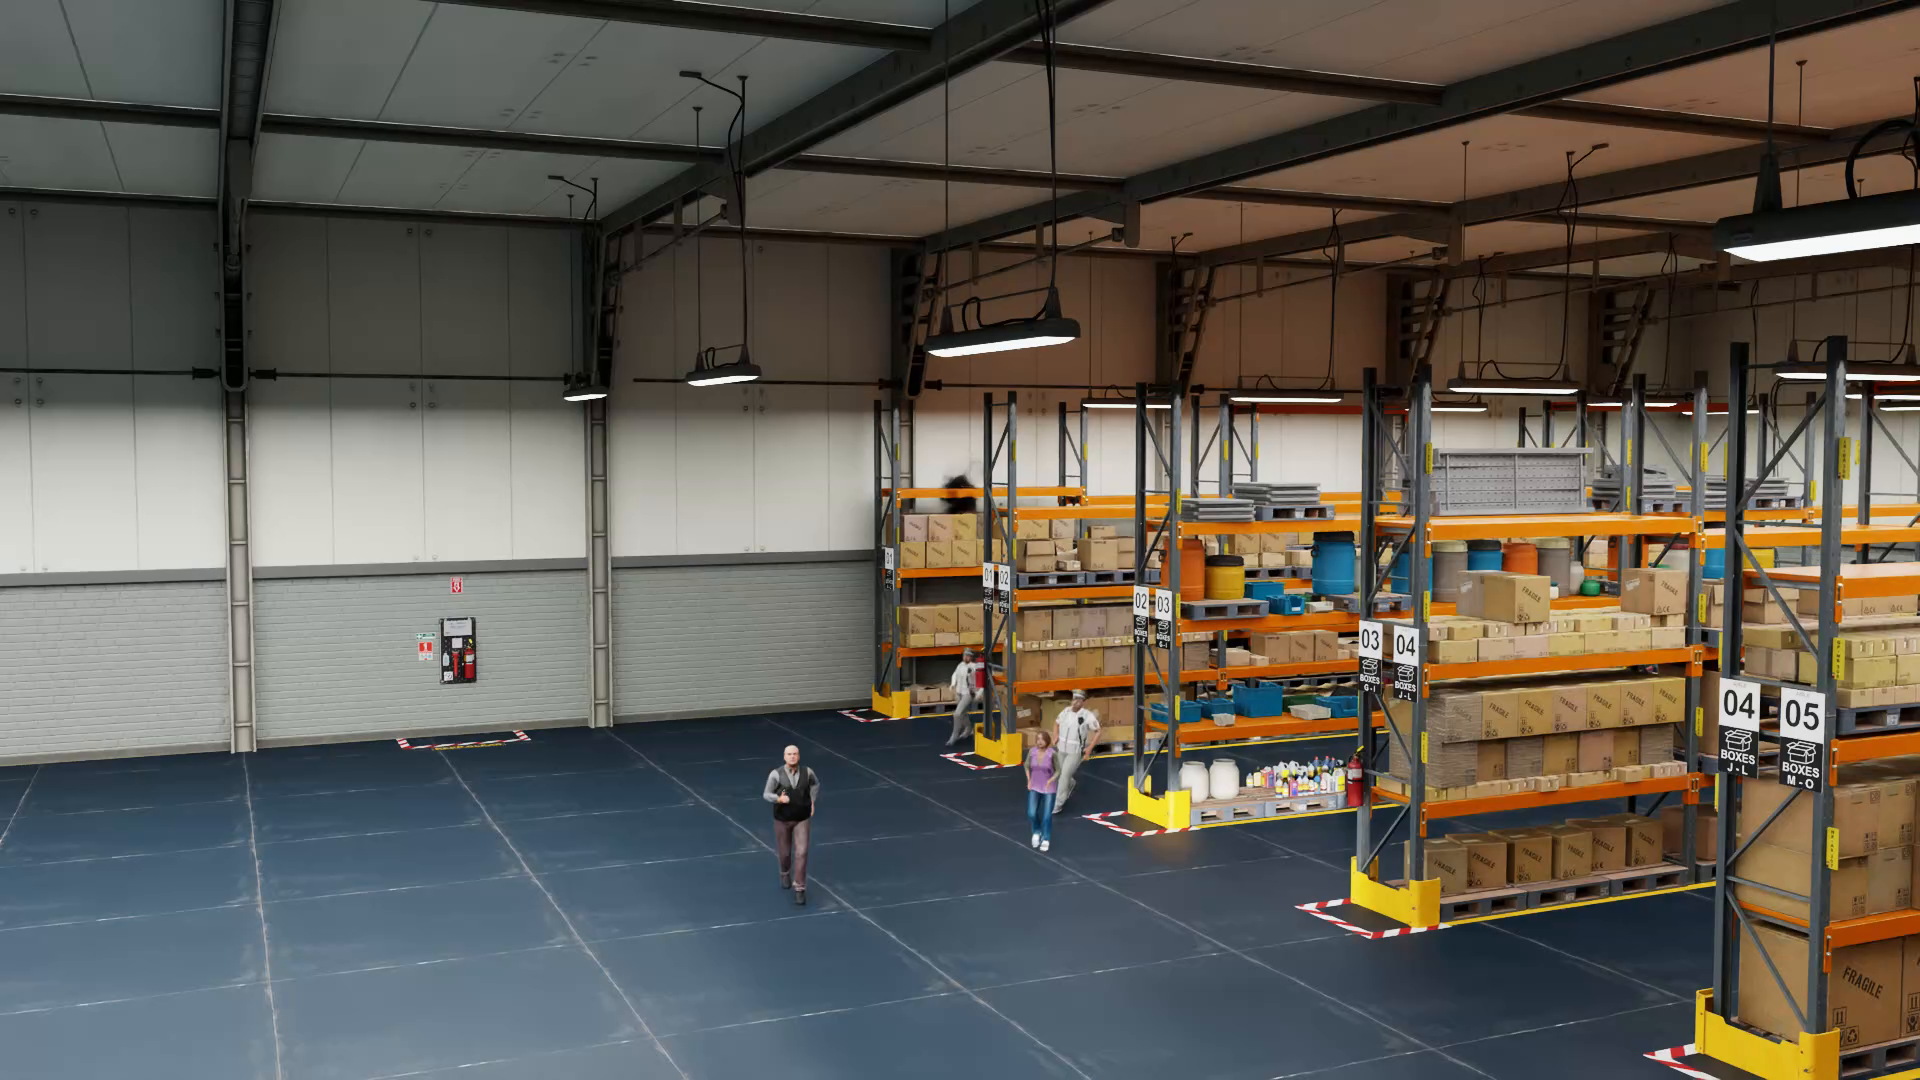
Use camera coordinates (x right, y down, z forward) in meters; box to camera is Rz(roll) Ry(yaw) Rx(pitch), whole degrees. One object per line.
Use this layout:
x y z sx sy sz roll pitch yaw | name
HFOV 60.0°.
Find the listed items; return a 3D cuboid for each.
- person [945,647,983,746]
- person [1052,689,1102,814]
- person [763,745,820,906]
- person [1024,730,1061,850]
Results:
0.114 2.684 28.525 0.743 1.701 0.677 -3 5 -44 | person
1.598 2.943 23.329 0.719 1.732 0.845 2 4 33 | person
-1.892 3.178 18.786 0.661 1.713 0.906 -1 3 -10 | person
1.027 3.168 20.957 0.498 1.547 0.620 1 3 12 | person
